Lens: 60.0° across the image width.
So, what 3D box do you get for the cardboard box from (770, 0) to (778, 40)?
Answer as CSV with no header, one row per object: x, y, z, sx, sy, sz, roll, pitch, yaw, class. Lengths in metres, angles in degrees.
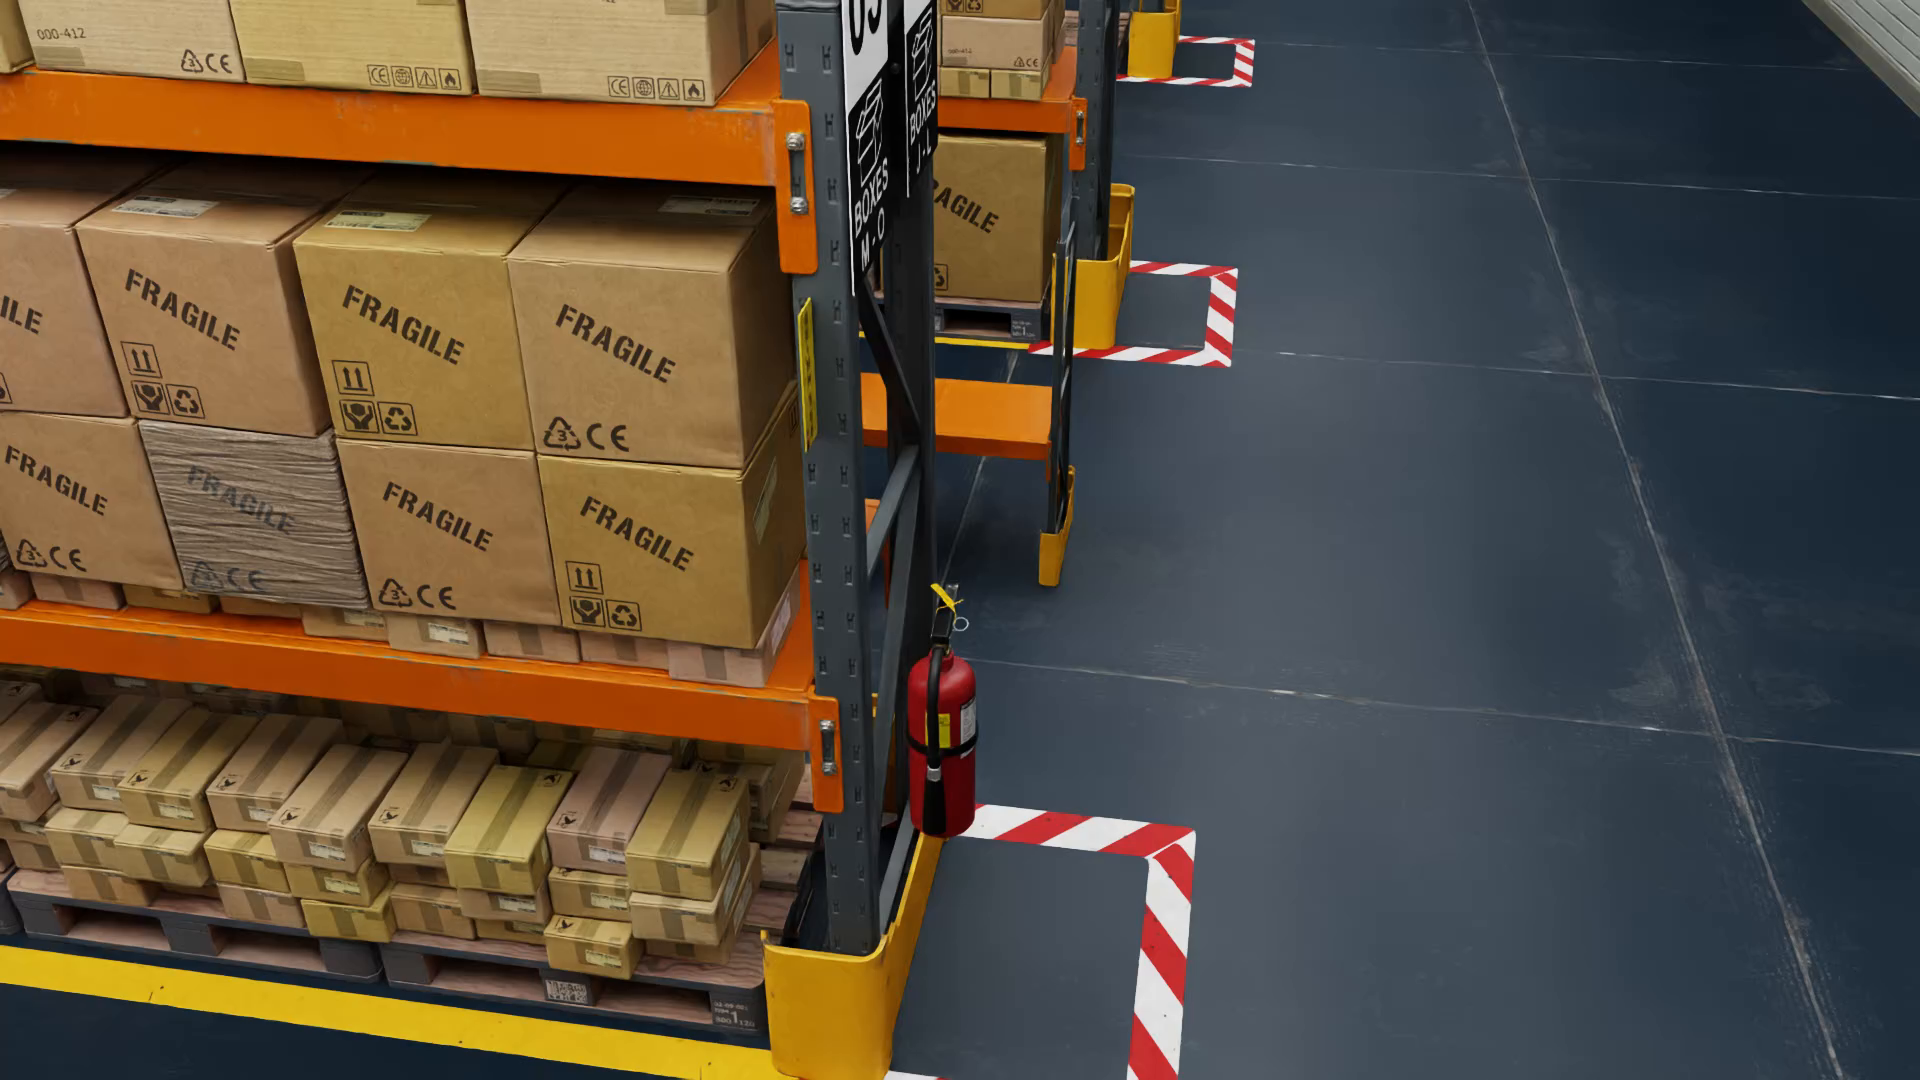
-0.615,-1.400,3.974,0.500,0.250,0.500,6,33,10,cardboard box

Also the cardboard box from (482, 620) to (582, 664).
-1.073,0.151,4.419,0.250,0.149,0.380,5,32,8,cardboard box

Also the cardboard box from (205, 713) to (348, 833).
-2.055,0.703,5.030,0.250,0.149,0.380,4,32,7,cardboard box

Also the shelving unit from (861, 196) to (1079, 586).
-0.075,-0.643,6.863,1.083,1.500,0.587,5,32,8,shelving unit

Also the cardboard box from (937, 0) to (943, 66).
-0.304,-2.616,8.463,0.500,0.250,0.500,5,32,7,cardboard box

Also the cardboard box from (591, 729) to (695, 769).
-0.967,0.574,5.237,0.250,0.149,0.380,6,33,9,cardboard box

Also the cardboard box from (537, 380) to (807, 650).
-0.702,-0.092,4.196,0.500,0.500,0.500,6,33,9,cardboard box

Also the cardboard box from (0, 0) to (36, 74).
-2.227,-1.259,3.748,0.500,0.250,0.500,7,33,10,cardboard box

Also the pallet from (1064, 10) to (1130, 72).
0.745,-4.106,13.610,1.213,0.211,1.003,5,32,8,pallet

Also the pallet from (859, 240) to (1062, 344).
-0.083,-1.452,9.371,1.213,0.211,1.003,5,32,8,pallet

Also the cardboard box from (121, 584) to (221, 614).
-2.104,0.031,4.611,0.250,0.149,0.380,6,32,9,cardboard box

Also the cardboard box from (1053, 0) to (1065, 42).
0.291,-2.850,8.837,0.500,0.250,0.500,4,32,7,cardboard box

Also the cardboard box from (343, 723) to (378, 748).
-1.992,0.619,5.444,0.250,0.149,0.380,7,33,11,cardboard box

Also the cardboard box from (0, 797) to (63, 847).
-2.811,0.770,5.204,0.250,0.149,0.380,7,33,10,cardboard box

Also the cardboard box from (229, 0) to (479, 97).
-1.213,-1.170,3.607,0.500,0.250,0.500,5,32,8,cardboard box

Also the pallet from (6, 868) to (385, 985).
-2.284,0.956,5.524,1.213,0.211,1.003,5,32,8,pallet

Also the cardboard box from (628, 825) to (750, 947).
-0.784,0.988,4.855,0.250,0.149,0.380,4,32,7,cardboard box

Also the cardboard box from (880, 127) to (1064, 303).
0.074,-1.896,9.059,0.875,0.875,0.875,5,32,8,cardboard box

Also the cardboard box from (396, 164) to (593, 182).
-1.112,-0.831,4.434,0.500,0.500,0.500,6,33,10,cardboard box

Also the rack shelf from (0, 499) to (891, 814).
-2.187,0.108,4.928,4.000,0.370,1.077,5,32,8,rack shelf

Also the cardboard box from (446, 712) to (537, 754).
-1.452,0.505,5.346,0.250,0.149,0.380,4,32,6,cardboard box

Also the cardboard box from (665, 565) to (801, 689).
-0.584,0.207,4.329,0.250,0.149,0.380,5,32,8,cardboard box

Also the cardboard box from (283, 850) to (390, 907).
-1.809,0.903,4.991,0.250,0.149,0.380,6,32,9,cardboard box

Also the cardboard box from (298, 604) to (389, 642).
-1.583,0.101,4.498,0.250,0.149,0.380,4,32,6,cardboard box

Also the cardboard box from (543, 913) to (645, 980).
-1.040,1.104,4.950,0.250,0.149,0.380,6,33,10,cardboard box

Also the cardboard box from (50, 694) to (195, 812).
-2.554,0.652,5.111,0.250,0.149,0.380,4,32,6,cardboard box

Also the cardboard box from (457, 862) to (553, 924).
-1.296,0.943,4.928,0.250,0.149,0.380,4,32,6,cardboard box

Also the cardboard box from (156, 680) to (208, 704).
-2.466,0.376,5.552,0.250,0.149,0.380,4,32,6,cardboard box

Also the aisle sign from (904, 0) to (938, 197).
-0.093,-1.271,4.003,0.004,0.787,0.394,5,32,8,aisle sign

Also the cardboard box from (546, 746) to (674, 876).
-1.018,0.793,4.887,0.250,0.149,0.380,6,33,9,cardboard box

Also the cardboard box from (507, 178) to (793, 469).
-0.708,-0.521,3.939,0.500,0.500,0.500,5,32,7,cardboard box

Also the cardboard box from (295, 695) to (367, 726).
-1.976,0.428,5.469,0.250,0.149,0.380,6,32,9,cardboard box

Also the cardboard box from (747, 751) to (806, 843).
-0.678,0.798,5.439,0.250,0.149,0.380,6,33,9,cardboard box

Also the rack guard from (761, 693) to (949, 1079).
-0.290,1.034,5.126,0.348,0.500,1.175,5,32,8,rack guard

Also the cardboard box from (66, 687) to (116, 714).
-2.773,0.509,5.620,0.250,0.149,0.380,6,33,9,cardboard box

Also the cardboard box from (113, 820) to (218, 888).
-2.335,0.861,5.059,0.250,0.149,0.380,5,32,9,cardboard box

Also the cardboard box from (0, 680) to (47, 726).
-3.074,0.606,5.186,0.250,0.149,0.380,4,32,7,cardboard box

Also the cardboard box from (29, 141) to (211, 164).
-2.124,-0.933,4.596,0.500,0.500,0.500,4,32,7,cardboard box

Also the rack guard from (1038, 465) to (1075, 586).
0.416,-0.068,7.124,0.087,0.250,0.587,5,32,8,rack guard

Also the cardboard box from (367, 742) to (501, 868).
-1.539,0.780,4.907,0.250,0.149,0.380,4,32,6,cardboard box

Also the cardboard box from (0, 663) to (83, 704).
-3.016,0.383,5.541,0.250,0.149,0.380,6,33,10,cardboard box

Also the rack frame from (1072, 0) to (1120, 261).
0.719,-2.603,8.582,0.127,3.000,1.000,5,32,8,rack frame

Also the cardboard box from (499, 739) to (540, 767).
-1.440,0.596,5.482,0.250,0.149,0.380,6,33,10,cardboard box

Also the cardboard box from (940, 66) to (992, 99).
0.056,-2.379,8.460,0.250,0.149,0.380,6,32,9,cardboard box

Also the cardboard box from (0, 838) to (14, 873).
-3.079,0.871,5.323,0.250,0.149,0.380,5,32,7,cardboard box

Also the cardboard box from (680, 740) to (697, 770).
-0.949,0.651,5.394,0.250,0.149,0.380,5,32,8,cardboard box

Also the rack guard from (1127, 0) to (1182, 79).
1.578,-4.139,13.391,0.348,0.500,1.175,5,32,8,rack guard

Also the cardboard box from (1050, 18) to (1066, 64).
0.424,-2.701,8.975,0.250,0.149,0.380,6,32,9,cardboard box

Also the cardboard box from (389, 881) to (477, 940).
-1.532,1.020,5.084,0.250,0.149,0.380,5,32,9,cardboard box

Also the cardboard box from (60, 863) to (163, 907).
-2.568,0.950,5.196,0.250,0.149,0.380,4,32,7,cardboard box

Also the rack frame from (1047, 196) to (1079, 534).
0.417,-0.598,6.792,0.032,1.500,0.500,5,32,8,rack frame

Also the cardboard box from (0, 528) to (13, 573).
-2.733,-0.264,4.469,0.500,0.500,0.500,5,32,7,cardboard box

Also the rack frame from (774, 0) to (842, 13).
-0.216,-2.561,2.860,0.127,3.000,1.000,5,32,8,rack frame

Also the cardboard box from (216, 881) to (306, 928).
-2.060,0.995,5.124,0.250,0.149,0.380,6,33,9,cardboard box

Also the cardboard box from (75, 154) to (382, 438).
-1.722,-0.608,4.078,0.500,0.500,0.500,7,33,11,cardboard box

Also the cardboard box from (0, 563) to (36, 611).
-2.628,0.020,4.628,0.250,0.149,0.380,7,33,10,cardboard box

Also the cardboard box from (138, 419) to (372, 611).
-1.710,-0.181,4.338,0.500,0.500,0.500,5,32,8,cardboard box
